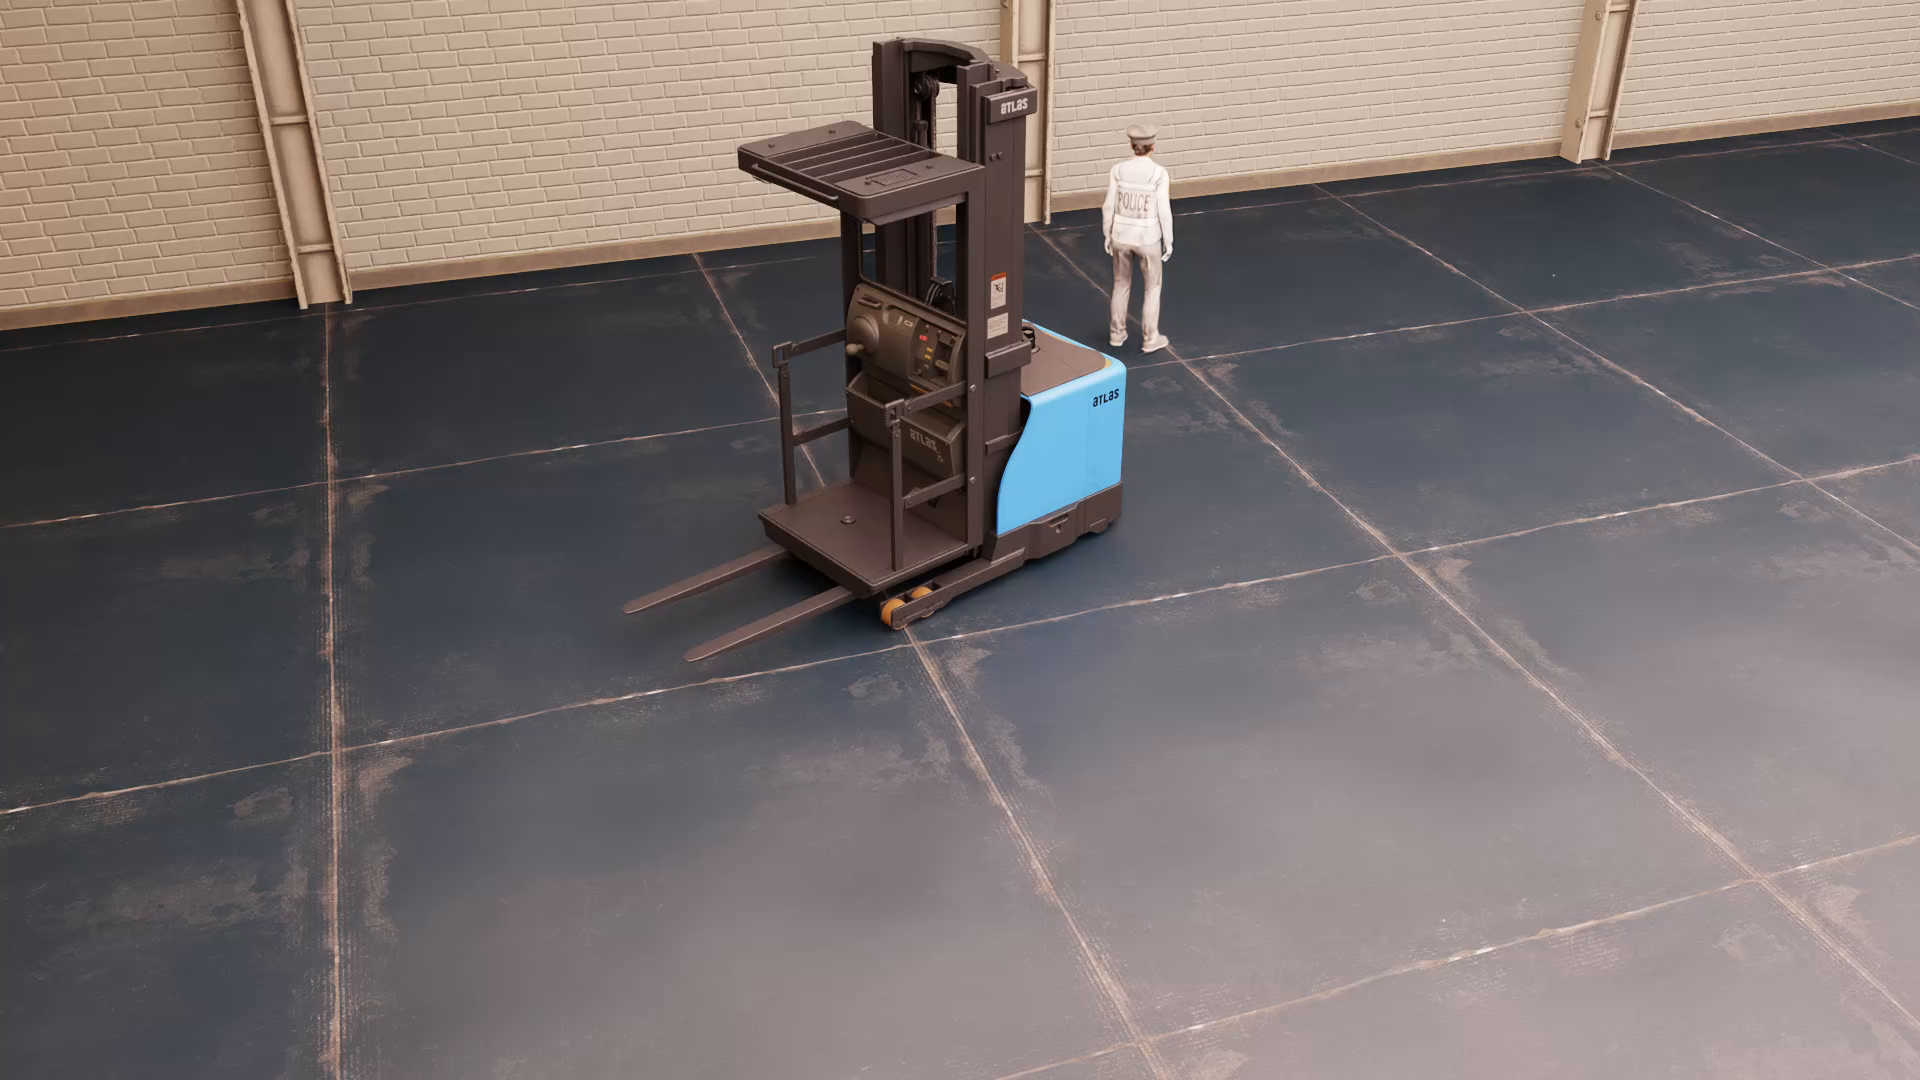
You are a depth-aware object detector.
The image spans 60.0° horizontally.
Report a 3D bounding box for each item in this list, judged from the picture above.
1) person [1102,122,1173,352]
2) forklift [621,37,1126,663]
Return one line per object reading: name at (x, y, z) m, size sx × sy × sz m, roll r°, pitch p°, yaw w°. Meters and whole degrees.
person at (1.300, -2.195, 12.178) m, size 0.529 × 1.663 × 0.373 m, roll 12°, pitch 32°, yaw 20°
forklift at (-0.461, -1.072, 8.951) m, size 3.031 × 2.935 × 1.130 m, roll -23°, pitch 37°, yaw -34°
